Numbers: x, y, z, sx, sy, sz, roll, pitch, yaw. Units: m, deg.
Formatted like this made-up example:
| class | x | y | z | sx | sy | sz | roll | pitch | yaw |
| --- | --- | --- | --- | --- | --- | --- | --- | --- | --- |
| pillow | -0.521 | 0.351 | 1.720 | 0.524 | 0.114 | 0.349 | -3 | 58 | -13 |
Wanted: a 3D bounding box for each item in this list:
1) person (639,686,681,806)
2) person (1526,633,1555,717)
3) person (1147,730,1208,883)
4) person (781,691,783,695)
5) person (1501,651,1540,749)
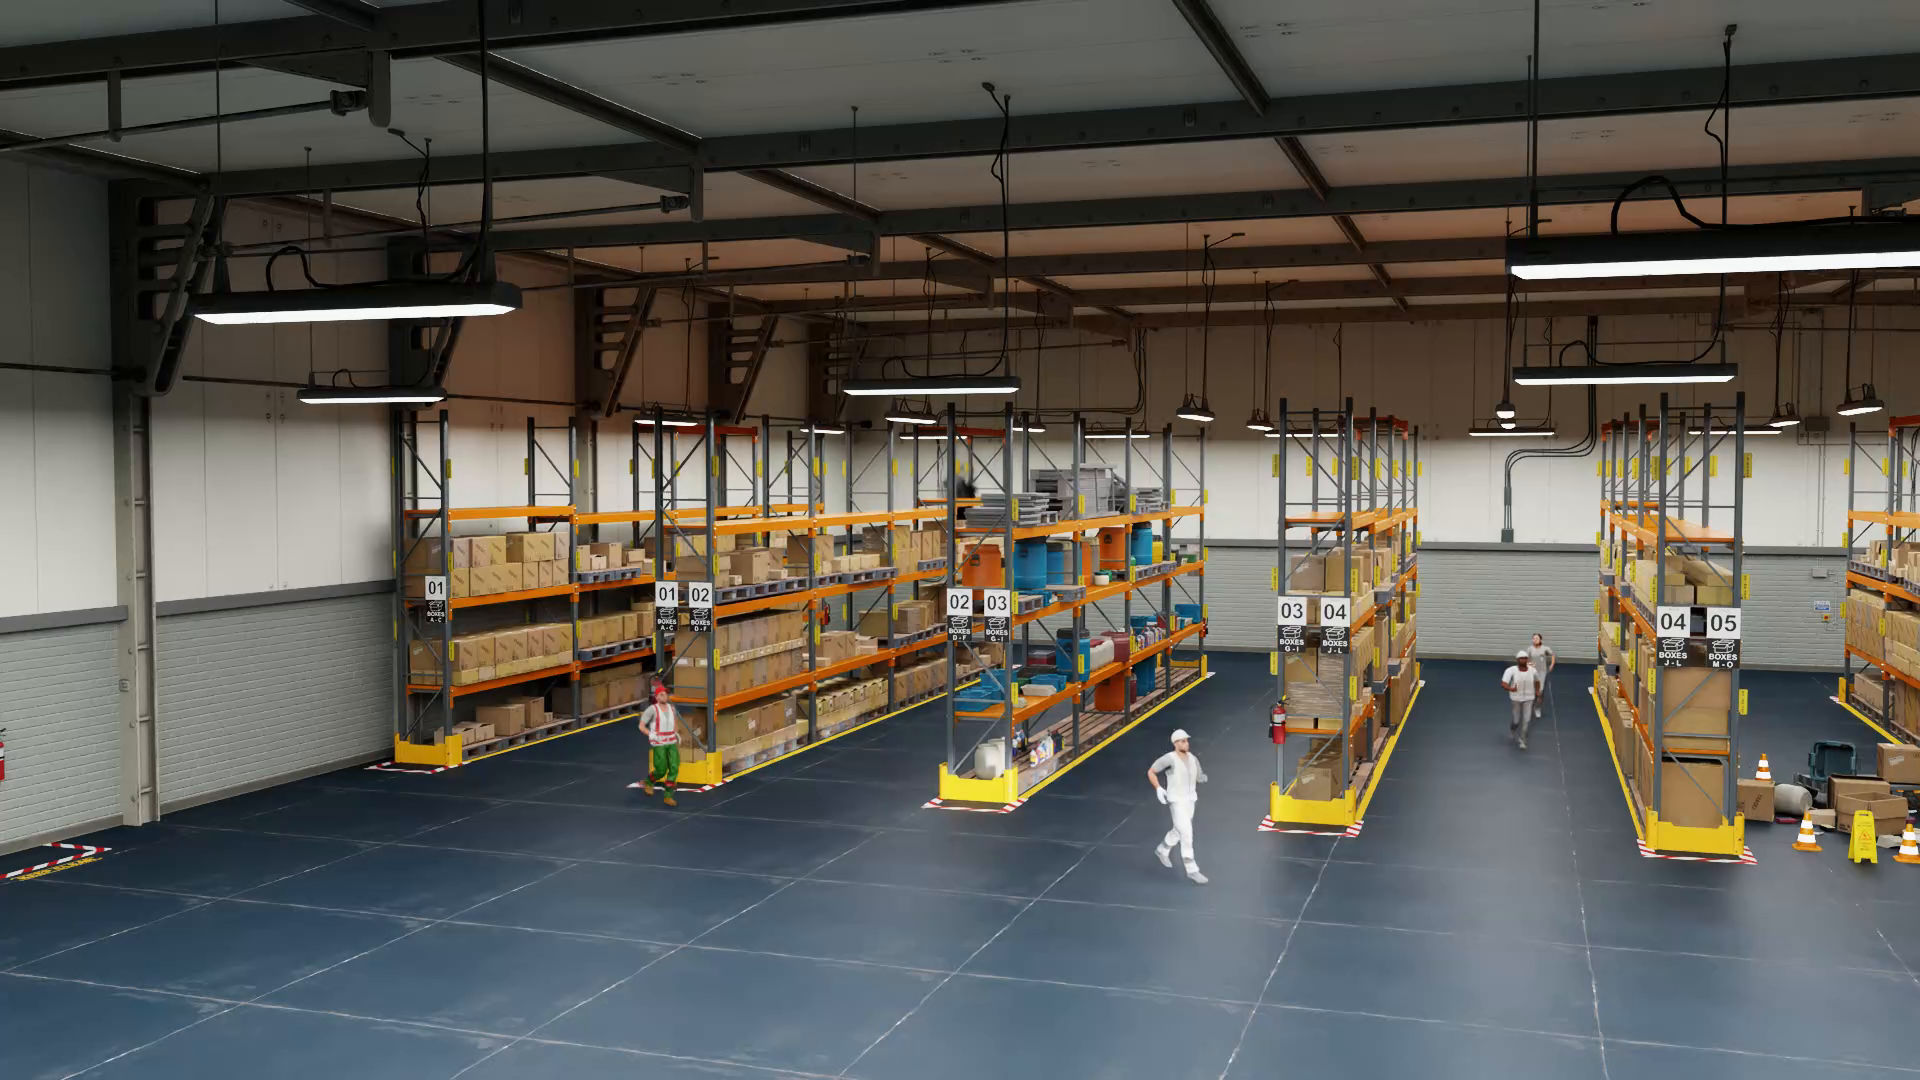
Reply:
| class | x | y | z | sx | sy | sz | roll | pitch | yaw |
| --- | --- | --- | --- | --- | --- | --- | --- | --- | --- |
| person | -4.473 | 3.068 | 24.884 | 0.672 | 1.770 | 0.703 | -2 | 3 | -41 |
| person | 11.750 | 2.741 | 33.771 | 0.570 | 1.693 | 0.738 | 1 | 3 | 28 |
| person | 2.698 | 3.202 | 20.286 | 0.660 | 1.781 | 0.987 | -2 | 3 | -39 |
| person | -3.691 | 2.706 | 33.363 | 0.693 | 1.720 | 0.592 | 1 | 3 | 13 |
| person | 10.066 | 2.853 | 29.819 | 0.704 | 1.736 | 0.763 | 0 | 2 | 6 |
